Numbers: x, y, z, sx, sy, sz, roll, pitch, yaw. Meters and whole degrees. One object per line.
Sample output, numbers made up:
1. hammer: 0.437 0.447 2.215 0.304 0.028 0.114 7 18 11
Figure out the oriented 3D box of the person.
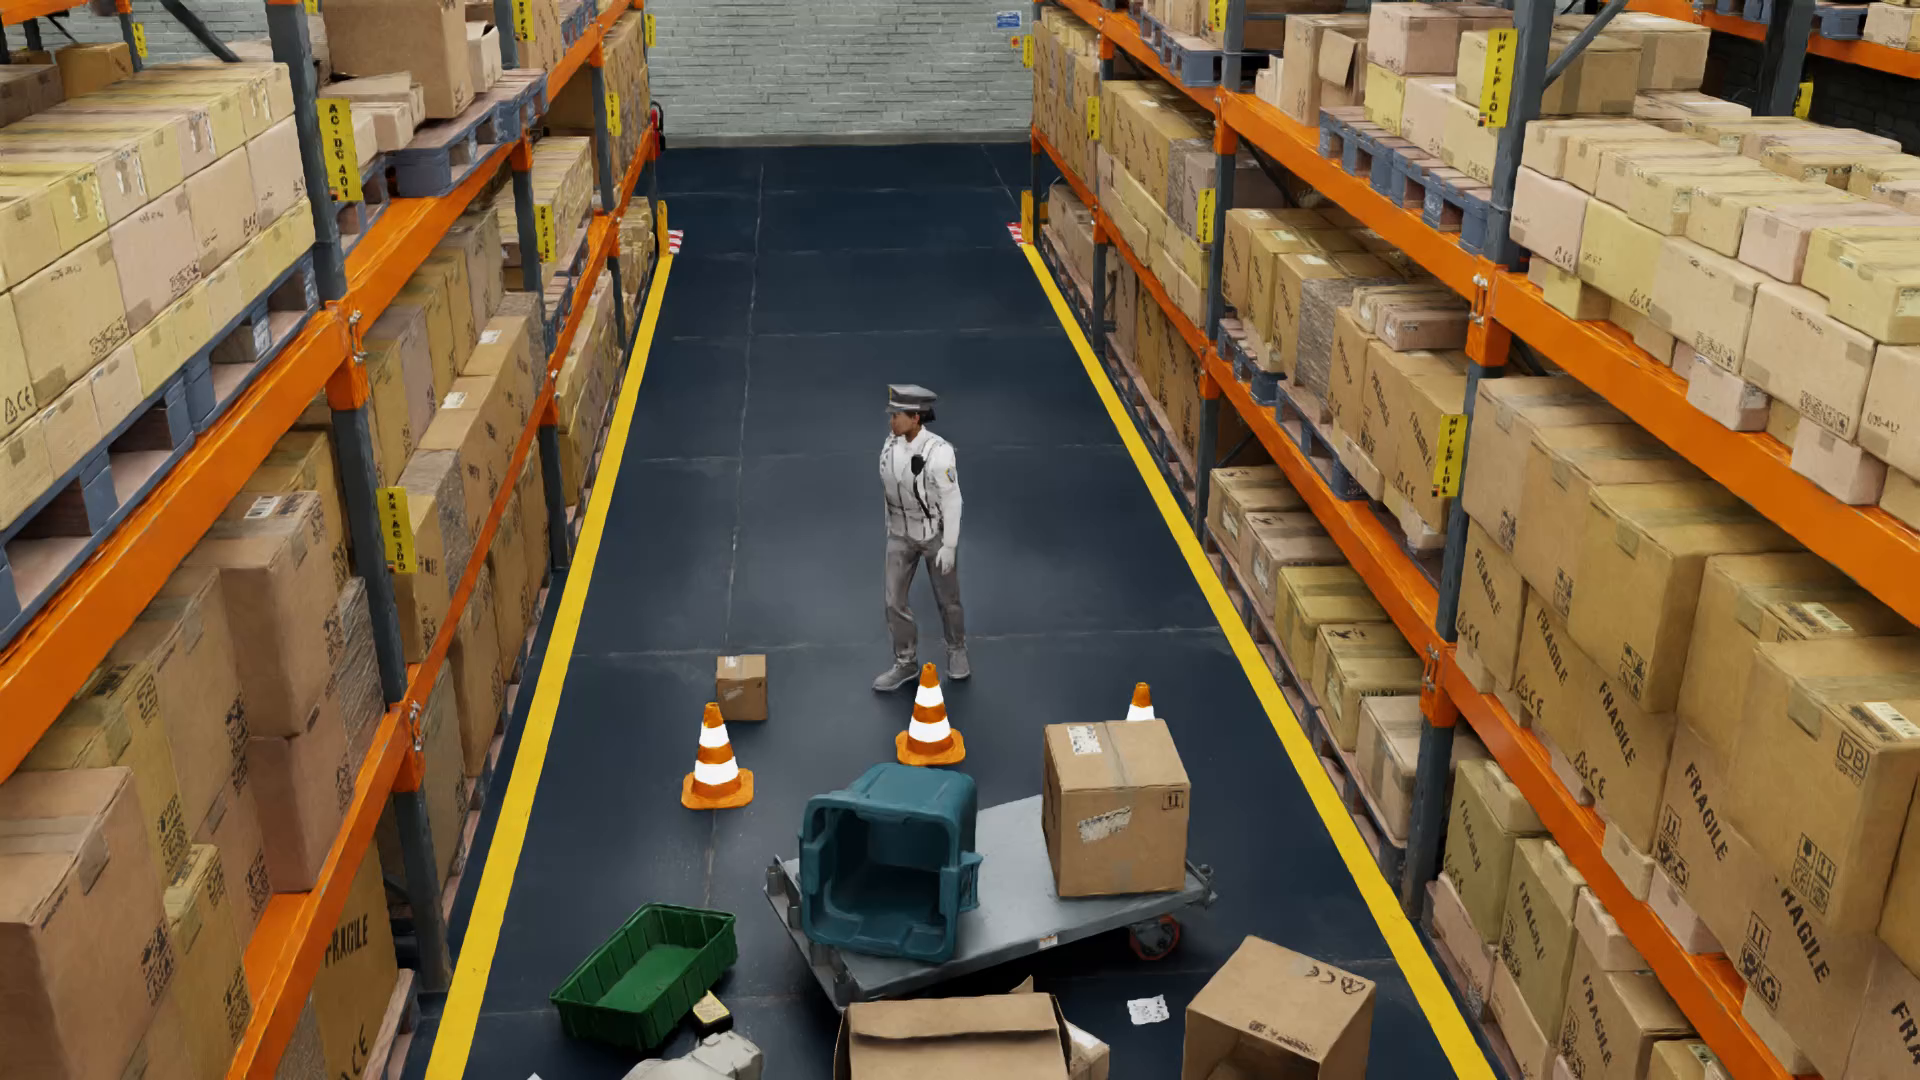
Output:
1. person: -0.197 -0.024 8.641 0.500 1.671 0.552 16 28 31
